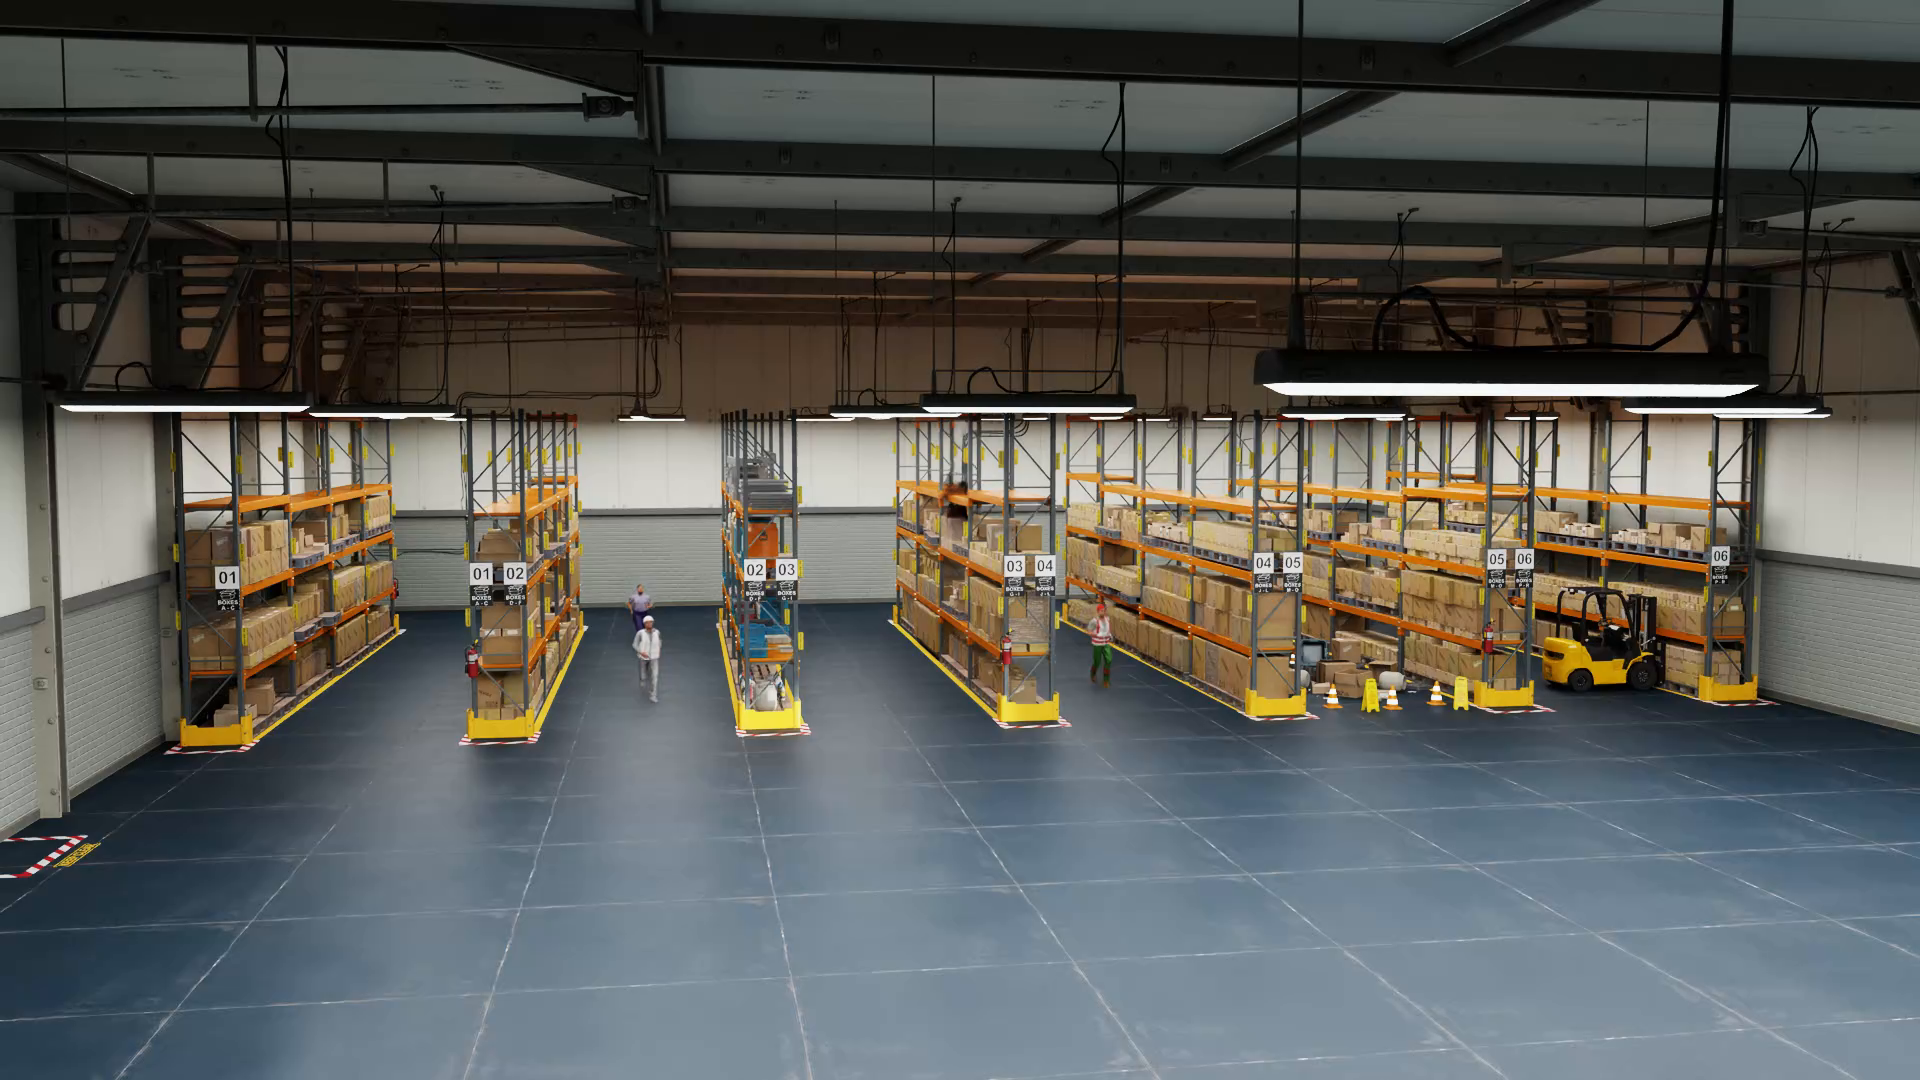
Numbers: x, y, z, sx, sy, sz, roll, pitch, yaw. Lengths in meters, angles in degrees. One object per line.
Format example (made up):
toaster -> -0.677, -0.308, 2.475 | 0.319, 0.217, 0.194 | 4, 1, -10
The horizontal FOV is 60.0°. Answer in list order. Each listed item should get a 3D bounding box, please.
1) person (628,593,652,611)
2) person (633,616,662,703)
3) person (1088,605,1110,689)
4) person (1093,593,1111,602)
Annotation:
person -> -8.157, 1.586, 42.458 | 0.584, 0.500, 0.394 | -2, 4, -22
person -> -6.492, 2.457, 34.631 | 0.637, 1.763, 1.053 | -1, 4, -18
person -> 3.041, 2.326, 36.216 | 0.680, 1.867, 0.831 | -2, 4, -24
person -> 4.245, 1.338, 50.234 | 0.881, 1.761, 0.680 | -2, 5, -32
